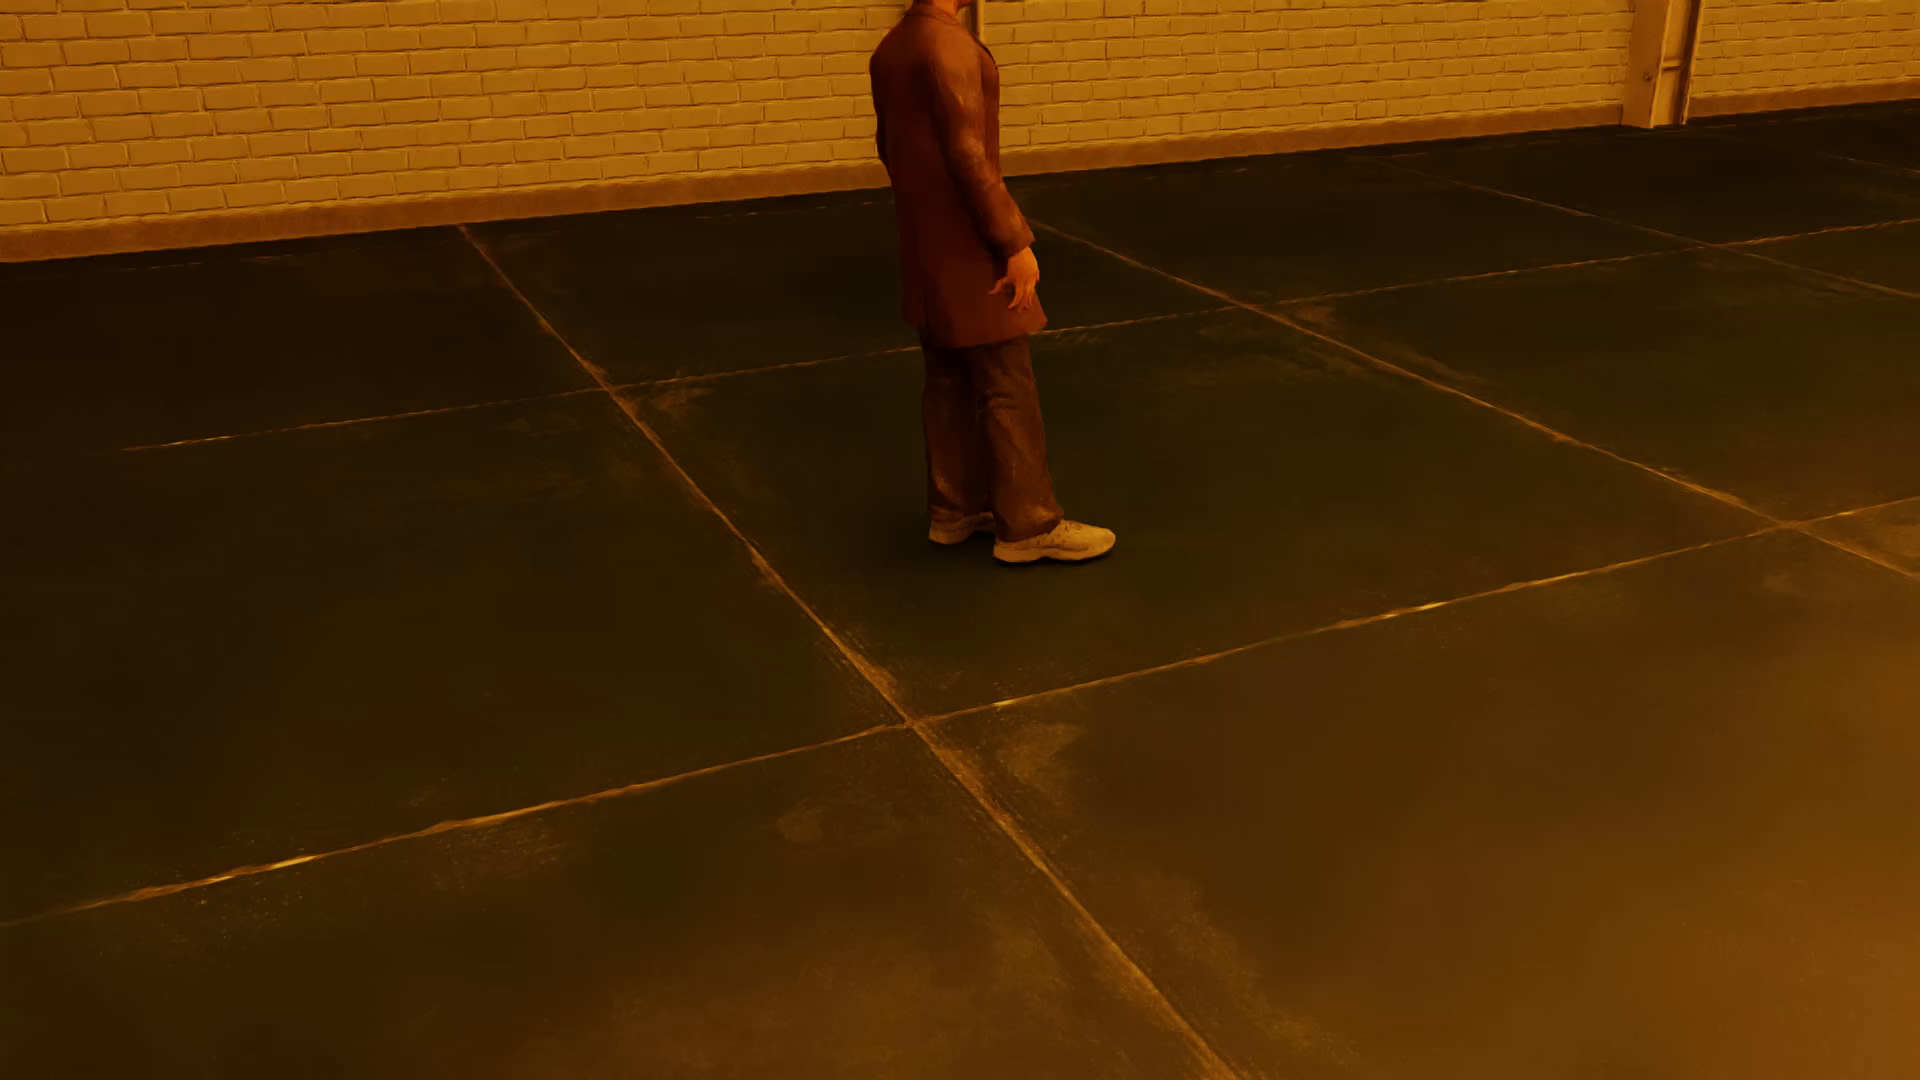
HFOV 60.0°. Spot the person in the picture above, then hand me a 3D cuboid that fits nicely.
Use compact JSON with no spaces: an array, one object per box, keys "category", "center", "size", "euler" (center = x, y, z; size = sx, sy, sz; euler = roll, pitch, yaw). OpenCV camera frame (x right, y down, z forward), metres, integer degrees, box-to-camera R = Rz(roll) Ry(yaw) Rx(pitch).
[{"category":"person","center":[0.085,-0.841,4.795],"size":[0.580,1.776,0.694],"euler":[-10,25,-23]}]
